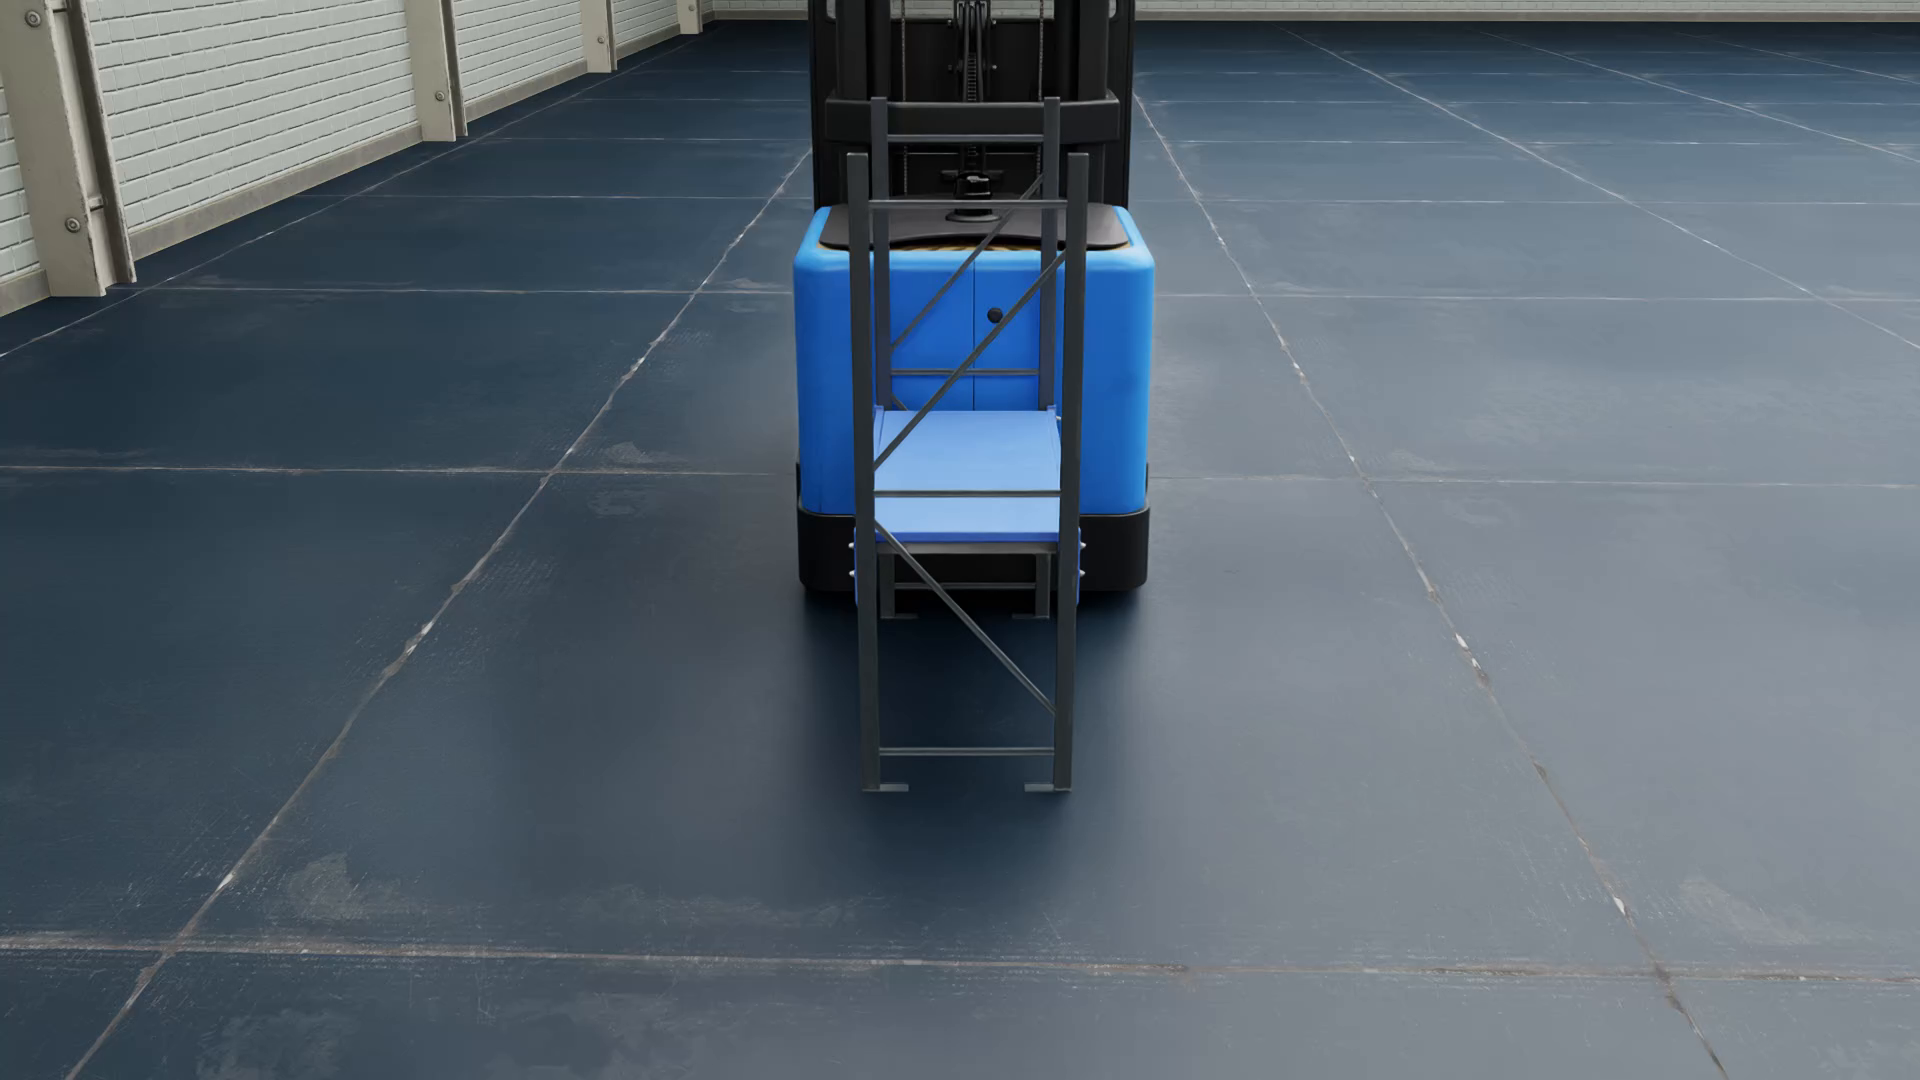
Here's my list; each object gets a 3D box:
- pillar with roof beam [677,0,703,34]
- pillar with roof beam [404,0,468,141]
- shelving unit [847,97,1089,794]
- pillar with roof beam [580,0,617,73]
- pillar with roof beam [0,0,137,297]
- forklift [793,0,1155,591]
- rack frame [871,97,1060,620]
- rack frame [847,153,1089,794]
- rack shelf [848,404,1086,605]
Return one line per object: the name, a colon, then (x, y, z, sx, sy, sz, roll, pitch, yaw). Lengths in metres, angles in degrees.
pillar with roof beam: (0.116, -12.030, 24.092, 9.100, 9.000, 0.400, 1, 21, 2)
pillar with roof beam: (-0.249, -7.691, 12.910, 9.100, 9.000, 0.400, 1, 21, 2)
shelving unit: (0.015, -0.284, 4.187, 0.538, 1.500, 1.048, 0, 21, 0)
pillar with roof beam: (-0.067, -9.860, 18.501, 9.100, 9.000, 0.400, 1, 21, 2)
pillar with roof beam: (-0.432, -5.521, 7.319, 9.100, 9.000, 0.400, 1, 21, 2)
forklift: (0.037, -1.694, 5.843, 1.130, 2.935, 3.031, 0, 21, 0)
rack frame: (0.014, -0.468, 4.661, 0.500, 1.500, 0.032, 0, 21, 0)
rack frame: (0.016, -0.100, 3.713, 0.500, 1.500, 0.032, 0, 21, 0)
rack shelf: (0.015, -0.116, 4.252, 0.538, 0.185, 1.000, 0, 21, 0)
